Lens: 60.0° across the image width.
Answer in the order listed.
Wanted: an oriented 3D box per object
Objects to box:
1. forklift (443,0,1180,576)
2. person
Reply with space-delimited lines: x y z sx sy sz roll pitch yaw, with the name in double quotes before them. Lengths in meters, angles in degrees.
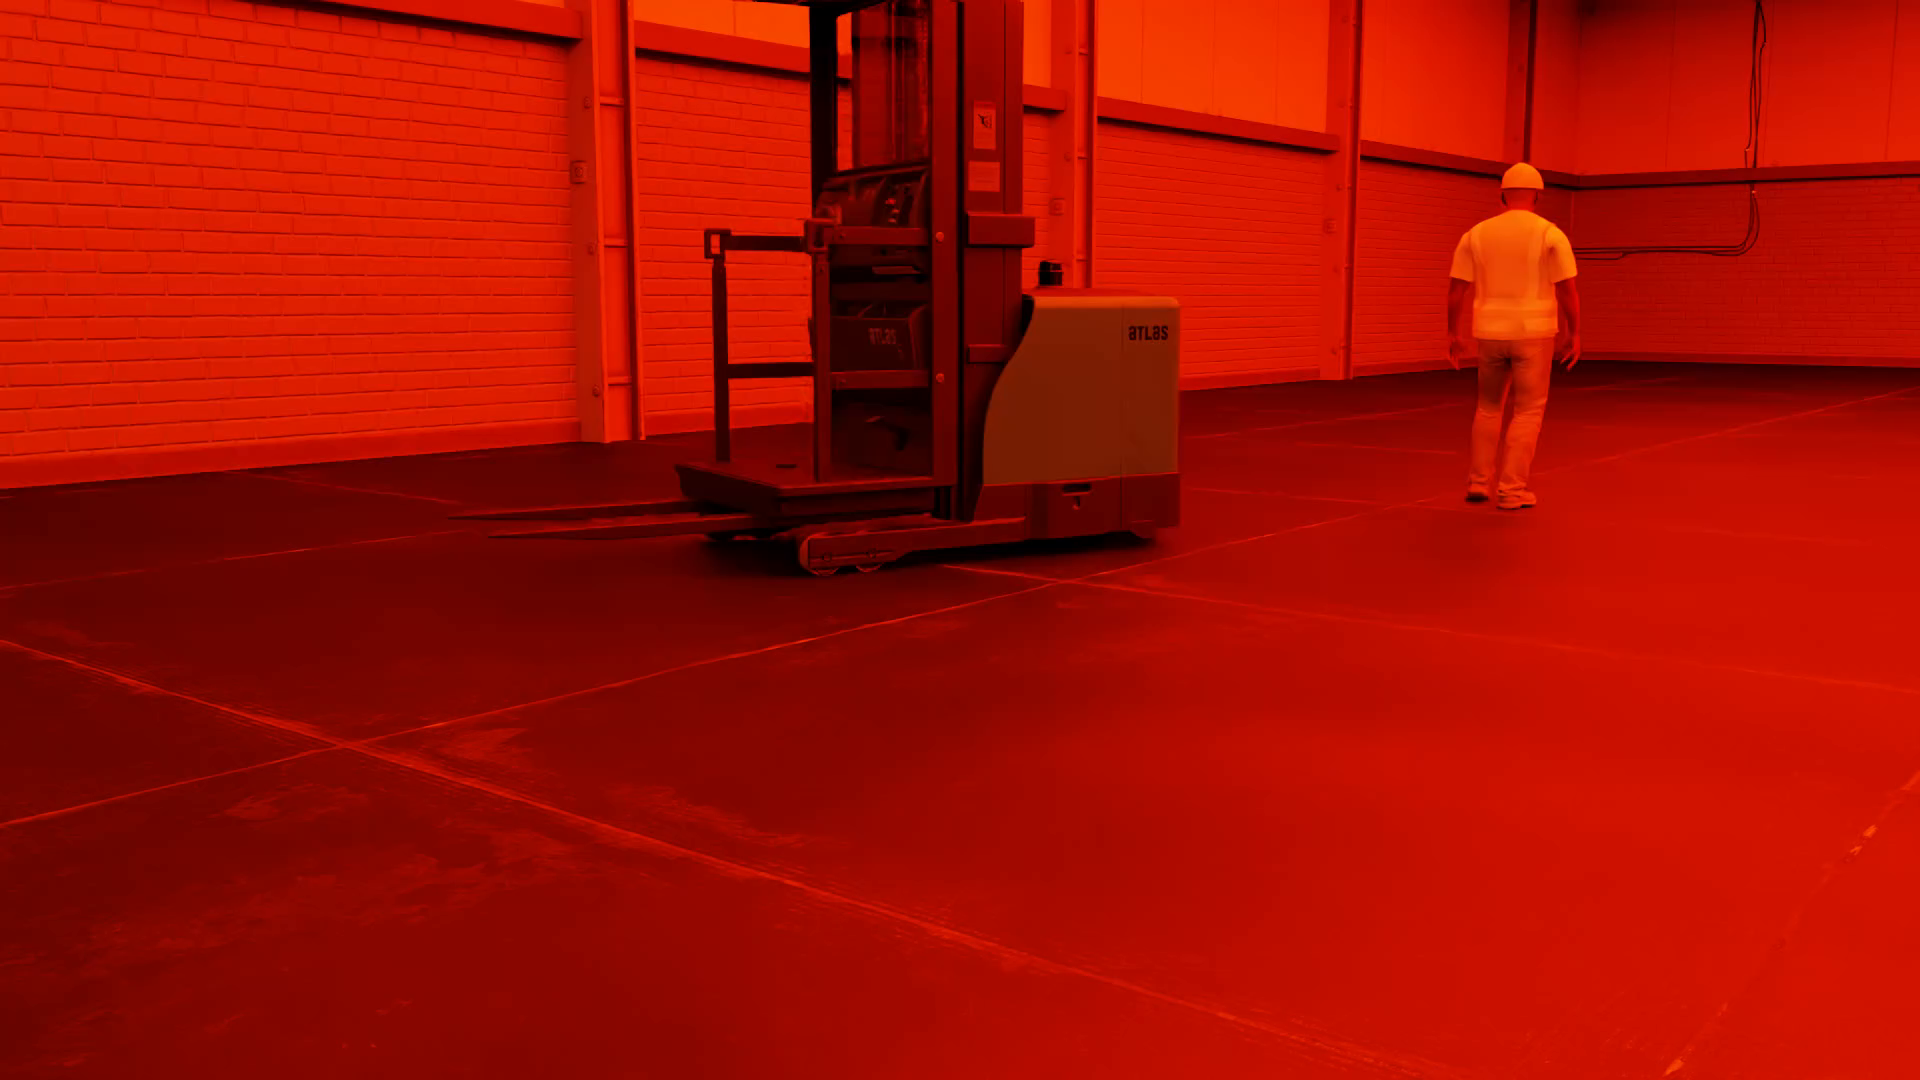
"forklift" -0.556 -1.396 6.822 3.031 2.935 1.130 -5 10 -31
"person" 2.883 -1.025 8.599 0.666 1.806 0.557 7 11 40
